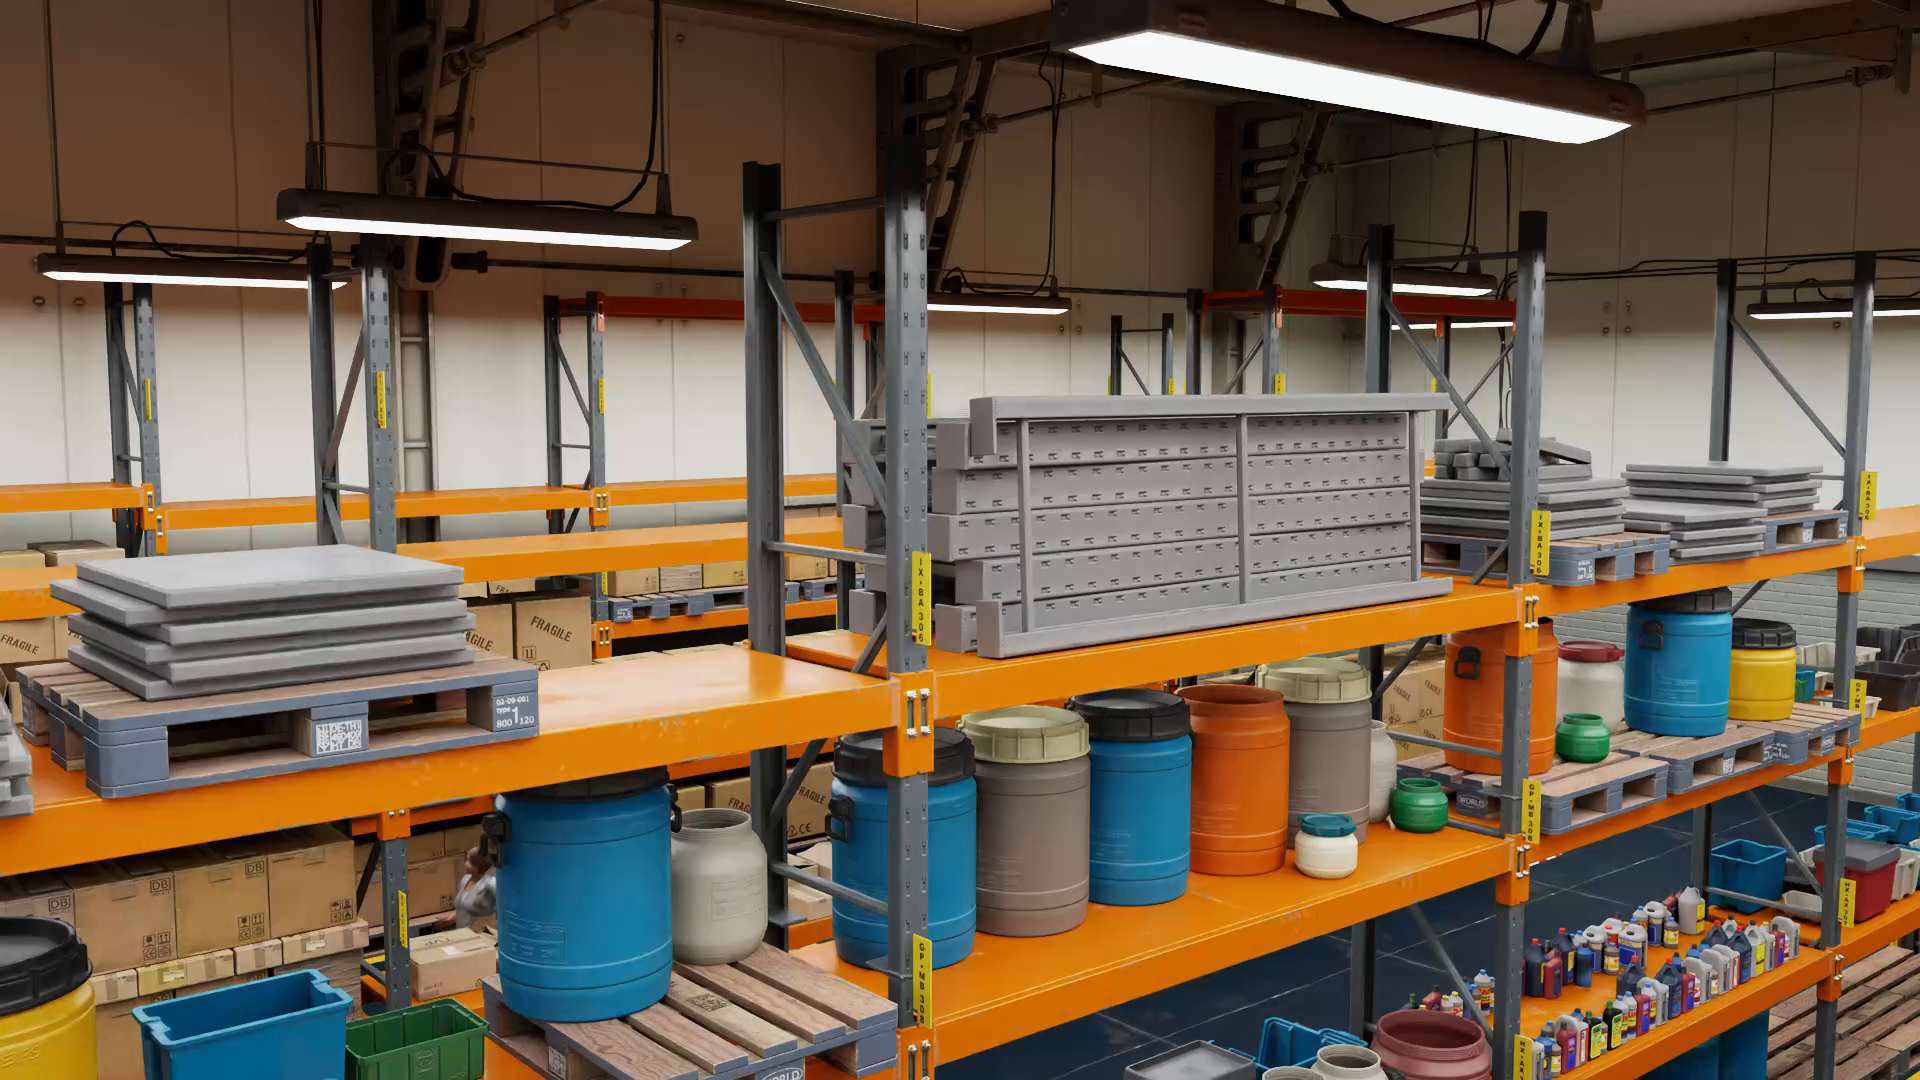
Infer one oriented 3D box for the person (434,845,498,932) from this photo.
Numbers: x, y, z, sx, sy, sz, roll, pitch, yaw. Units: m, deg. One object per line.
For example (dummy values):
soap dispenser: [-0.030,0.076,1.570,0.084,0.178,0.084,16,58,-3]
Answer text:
person: [-3.771,3.147,12.878,0.526,1.556,0.536,5,7,42]
